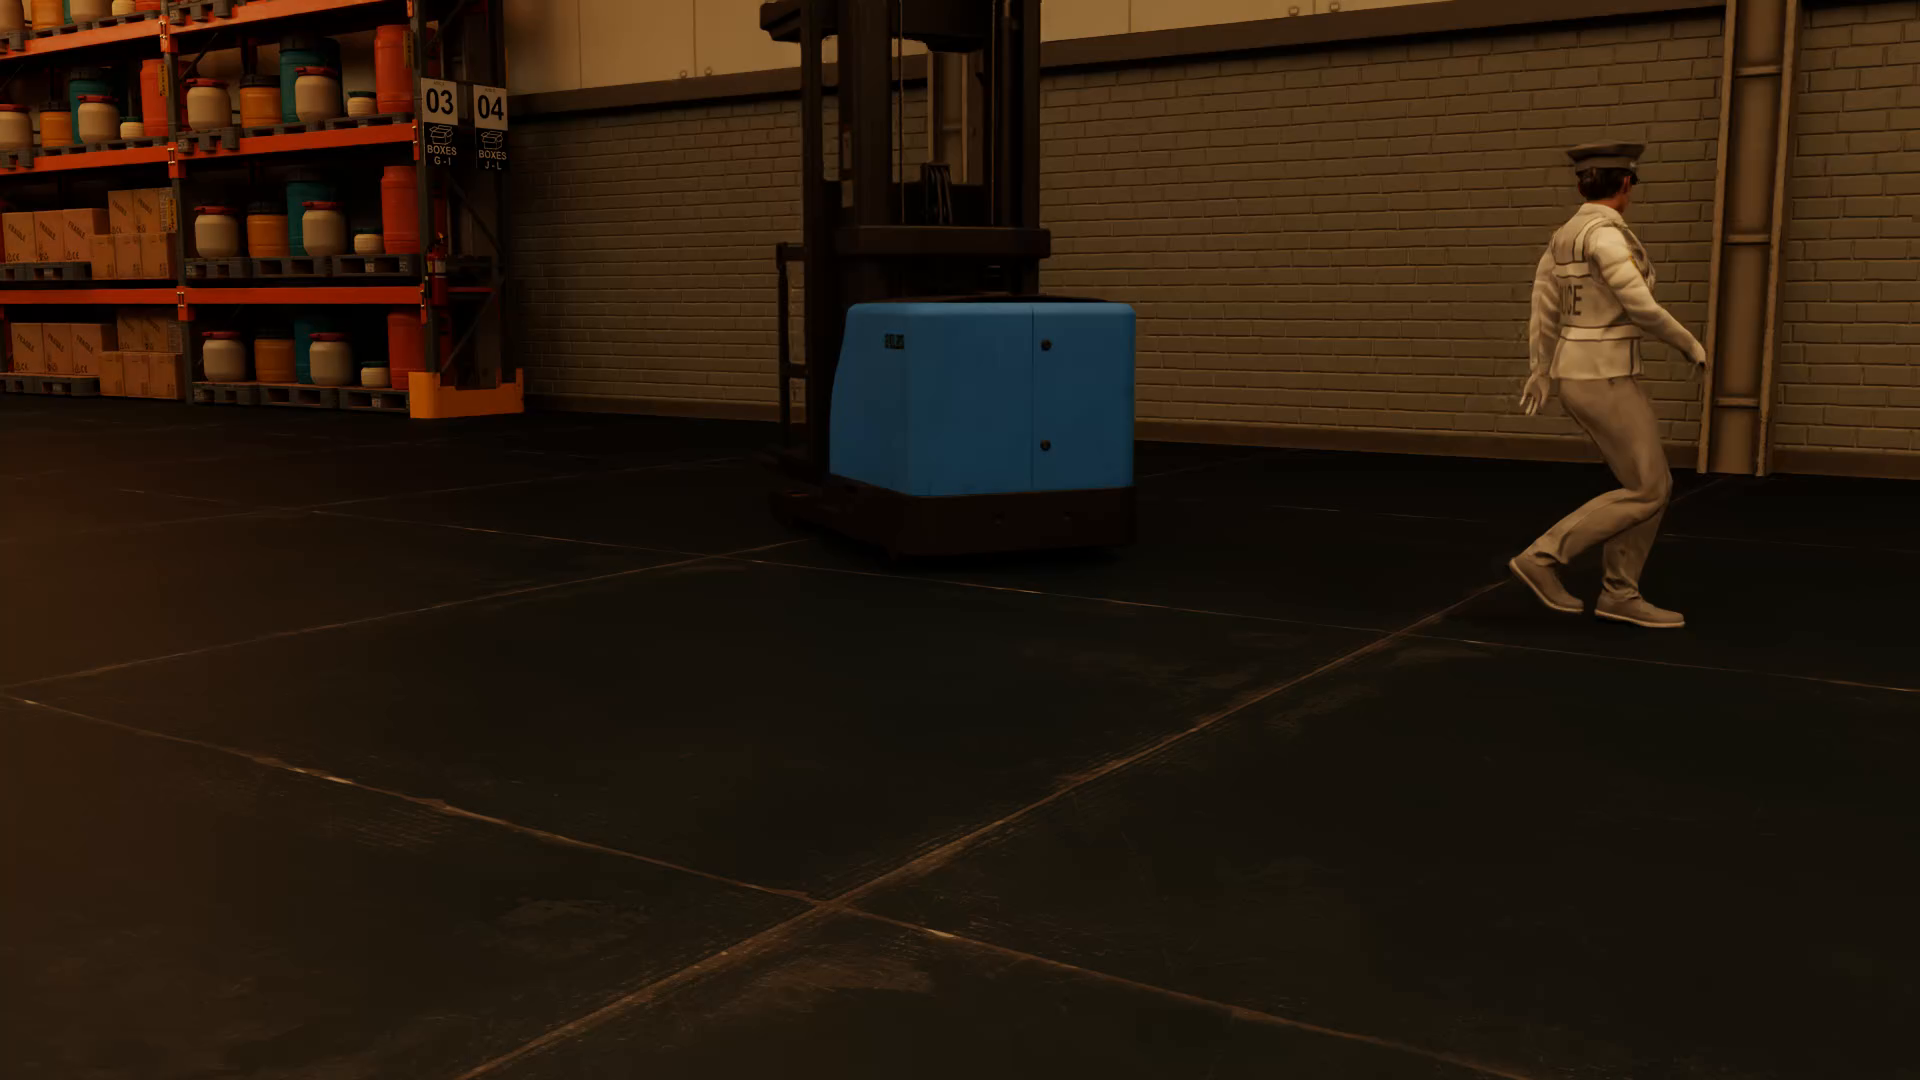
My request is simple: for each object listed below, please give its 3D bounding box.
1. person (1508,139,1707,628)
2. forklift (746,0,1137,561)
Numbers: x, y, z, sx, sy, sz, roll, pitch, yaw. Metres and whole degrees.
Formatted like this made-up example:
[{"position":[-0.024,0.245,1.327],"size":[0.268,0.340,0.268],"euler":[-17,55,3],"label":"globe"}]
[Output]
[{"position":[2.172,-0.518,5.578],"size":[0.593,1.612,0.620],"euler":[2,8,16],"label":"person"},{"position":[-0.301,-1.534,7.981],"size":[1.130,2.935,3.031],"euler":[-3,9,-23],"label":"forklift"}]
